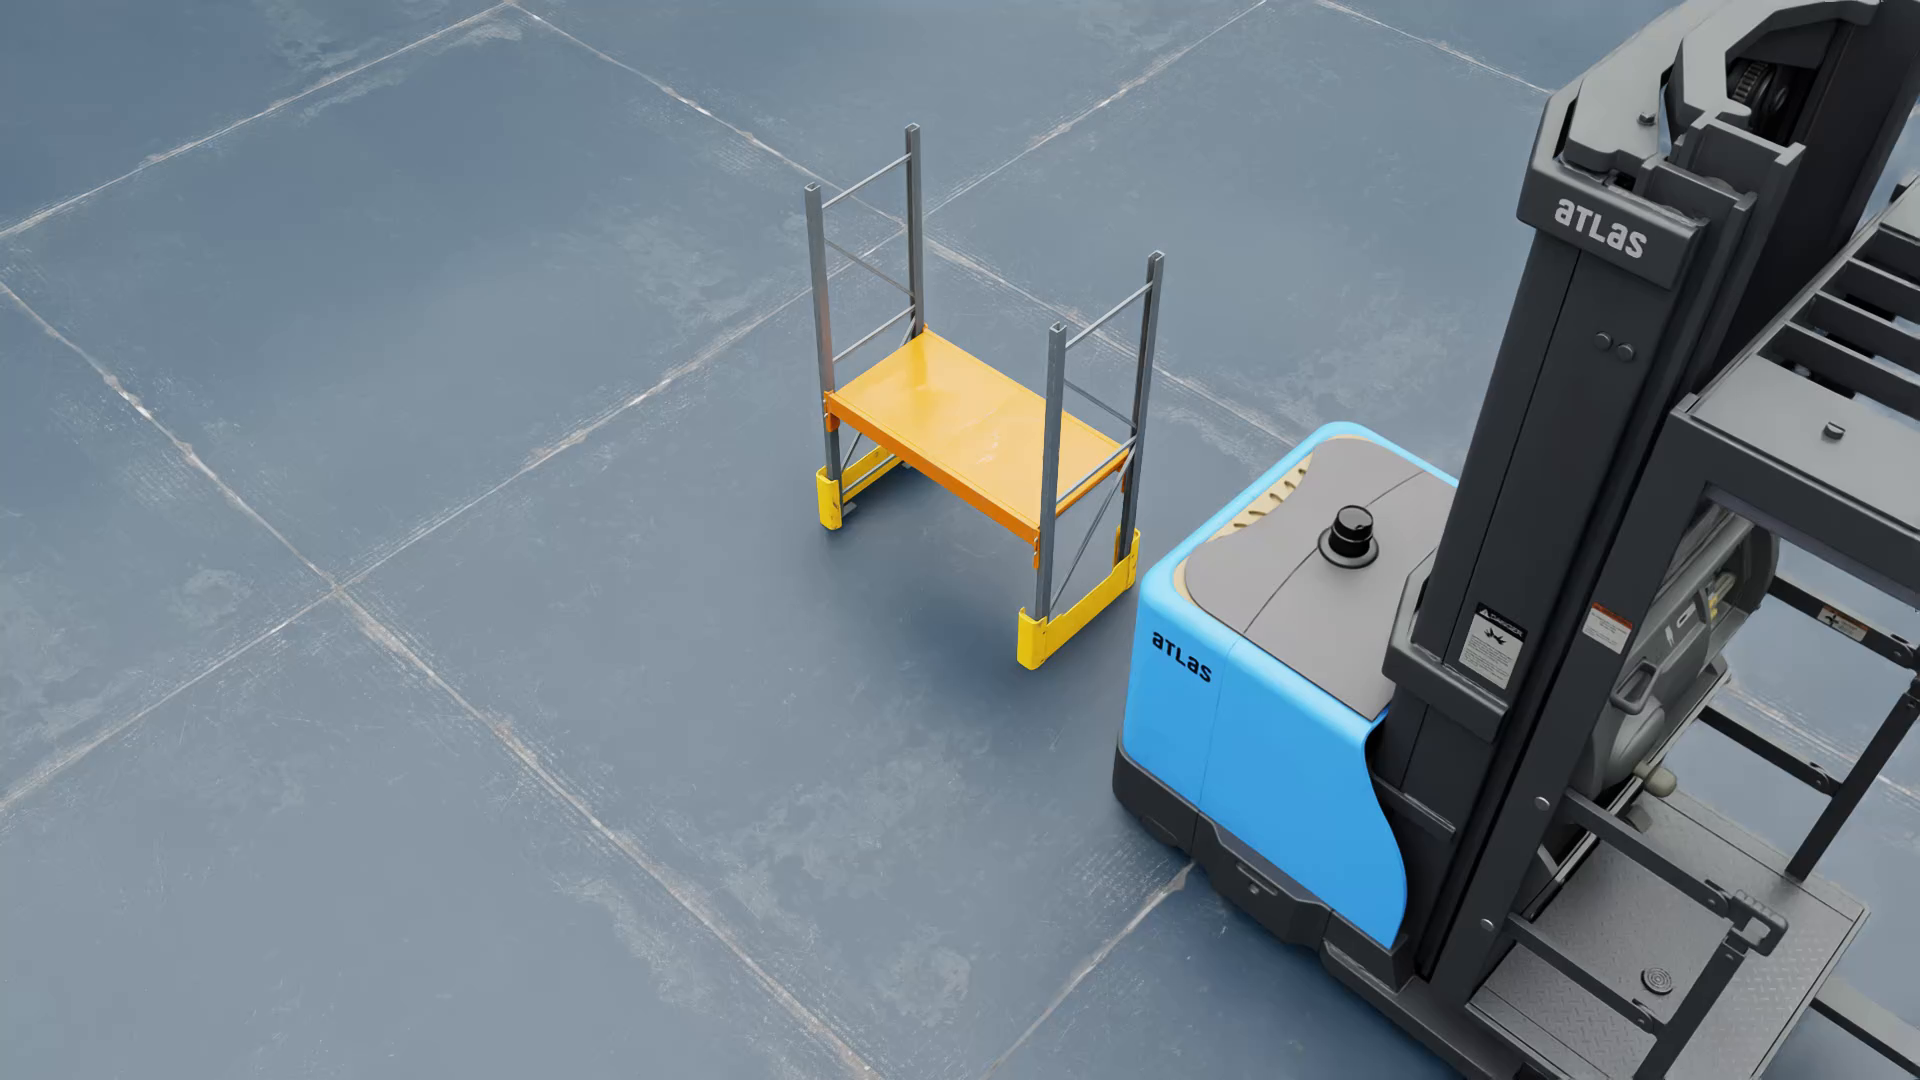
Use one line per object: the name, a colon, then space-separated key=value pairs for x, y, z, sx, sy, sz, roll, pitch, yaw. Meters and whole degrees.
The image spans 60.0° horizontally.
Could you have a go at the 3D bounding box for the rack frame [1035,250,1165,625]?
rack frame: x=0.436 y=-0.220 z=5.428 sx=0.032 sy=1.500 sz=0.500 roll=34 pitch=55 yaw=28

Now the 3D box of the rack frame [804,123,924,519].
rack frame: x=-0.311 y=-0.723 z=5.900 sx=0.032 sy=1.500 sz=0.500 roll=34 pitch=55 yaw=28

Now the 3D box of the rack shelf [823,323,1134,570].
rack shelf: x=0.063 y=-0.348 z=5.795 sx=1.000 sy=0.185 sz=0.538 roll=34 pitch=55 yaw=28

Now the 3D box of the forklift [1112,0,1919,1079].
forklift: x=1.903 y=0.338 z=3.922 sx=3.031 sy=2.935 sz=1.130 roll=35 pitch=56 yaw=28

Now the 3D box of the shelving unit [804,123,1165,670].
shelving unit: x=0.056 y=-0.476 z=5.668 sx=1.083 sy=1.500 sz=0.587 roll=34 pitch=55 yaw=28

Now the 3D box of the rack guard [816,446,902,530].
rack guard: x=-0.310 y=-0.294 z=6.355 sx=0.087 sy=0.250 sz=0.587 roll=34 pitch=55 yaw=28

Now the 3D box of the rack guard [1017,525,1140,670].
rack guard: x=0.422 y=0.198 z=5.892 sx=0.087 sy=0.250 sz=0.587 roll=34 pitch=55 yaw=28
